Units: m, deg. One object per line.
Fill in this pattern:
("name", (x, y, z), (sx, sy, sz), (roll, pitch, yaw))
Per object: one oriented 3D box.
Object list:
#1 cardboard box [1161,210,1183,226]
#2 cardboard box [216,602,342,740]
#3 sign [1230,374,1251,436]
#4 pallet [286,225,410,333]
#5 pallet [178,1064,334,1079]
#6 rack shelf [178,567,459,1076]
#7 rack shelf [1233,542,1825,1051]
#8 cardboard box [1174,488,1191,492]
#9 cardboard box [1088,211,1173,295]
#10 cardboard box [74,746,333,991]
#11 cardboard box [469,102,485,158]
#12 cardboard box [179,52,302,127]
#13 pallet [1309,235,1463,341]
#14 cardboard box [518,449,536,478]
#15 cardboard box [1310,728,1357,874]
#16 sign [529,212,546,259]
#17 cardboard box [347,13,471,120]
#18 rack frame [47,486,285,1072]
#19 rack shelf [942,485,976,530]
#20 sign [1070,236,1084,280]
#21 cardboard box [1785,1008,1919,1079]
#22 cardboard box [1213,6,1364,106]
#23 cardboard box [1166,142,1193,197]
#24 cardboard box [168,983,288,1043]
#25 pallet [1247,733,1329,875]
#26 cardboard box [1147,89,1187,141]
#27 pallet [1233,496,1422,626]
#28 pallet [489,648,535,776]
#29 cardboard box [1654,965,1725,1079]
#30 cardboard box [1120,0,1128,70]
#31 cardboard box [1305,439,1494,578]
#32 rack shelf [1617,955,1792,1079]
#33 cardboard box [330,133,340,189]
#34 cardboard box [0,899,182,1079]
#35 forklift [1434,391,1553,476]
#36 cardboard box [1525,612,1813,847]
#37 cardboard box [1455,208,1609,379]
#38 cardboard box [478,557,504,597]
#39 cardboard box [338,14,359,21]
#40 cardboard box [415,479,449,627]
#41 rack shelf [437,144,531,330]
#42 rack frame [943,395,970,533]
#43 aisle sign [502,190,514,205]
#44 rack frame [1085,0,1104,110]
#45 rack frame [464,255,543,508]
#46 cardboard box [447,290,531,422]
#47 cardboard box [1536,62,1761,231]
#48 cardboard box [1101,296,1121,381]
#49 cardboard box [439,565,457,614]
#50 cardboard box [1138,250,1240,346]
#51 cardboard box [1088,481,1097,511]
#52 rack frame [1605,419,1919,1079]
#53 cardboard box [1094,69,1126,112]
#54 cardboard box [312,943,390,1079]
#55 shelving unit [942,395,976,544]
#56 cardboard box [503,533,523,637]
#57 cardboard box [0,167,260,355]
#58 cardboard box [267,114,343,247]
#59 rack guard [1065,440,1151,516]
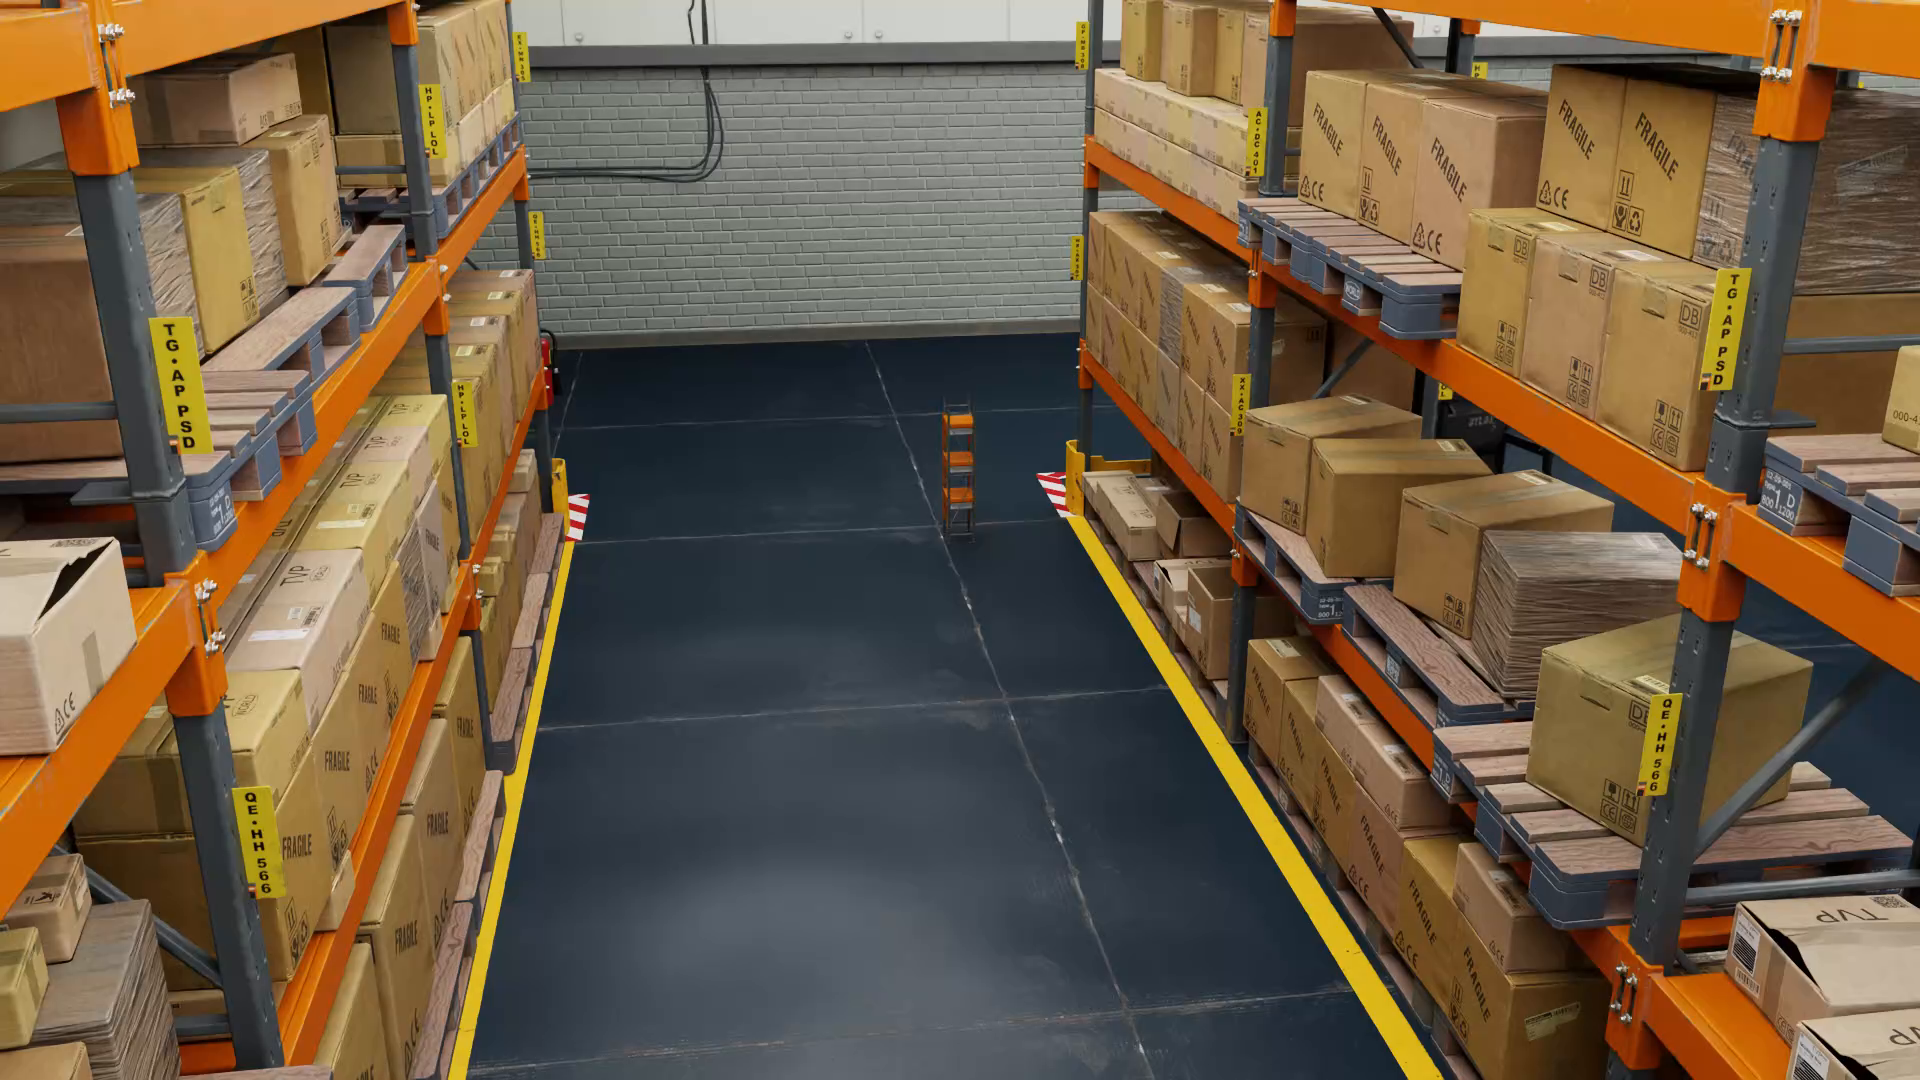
("cardboard box", (1.740, -2.077, 11.918), (0.500, 0.500, 0.500), (-3, 21, -8))
("cardboard box", (-2.233, 0.416, 5.147), (0.500, 0.250, 0.500), (-3, 21, -9))
("sign", (1.444, -0.693, 8.546), (0.100, 0.325, 0.005), (-3, 21, -8))
("pallet", (-2.740, -1.067, 6.771), (0.805, 0.209, 1.217), (-4, 21, -10))
("pallet", (-2.137, 1.650, 3.785), (1.213, 0.211, 1.003), (-3, 21, -8))
("rack shelf", (-2.633, 0.872, 6.343), (0.919, 0.124, 3.809), (-3, 21, -8))
("rack shelf", (2.268, 0.712, 7.050), (1.077, 0.370, 4.000), (-3, 21, -8))
("cardboard box", (1.695, -0.260, 12.047), (0.380, 0.166, 0.250), (-3, 21, -8))
("cardboard box", (1.206, -2.050, 11.847), (0.500, 0.500, 0.500), (-2, 21, -6))
("cardboard box", (-2.162, 0.942, 4.810), (0.500, 0.500, 0.500), (-2, 21, -6))
("cardboard box", (-2.901, -2.251, 9.141), (0.500, 0.250, 0.500), (-3, 21, -9))
("cardboard box", (-2.924, -1.764, 6.522), (0.500, 0.250, 0.500), (-1, 21, -4))
("pallet", (2.157, -1.046, 6.711), (1.213, 0.211, 1.003), (-3, 21, -8))
("cardboard box", (-3.099, -0.508, 11.334), (0.380, 0.149, 0.250), (-3, 21, -8))
("cardboard box", (1.961, 1.185, 7.700), (0.500, 0.500, 0.500), (-3, 21, -7))
("sign", (-2.959, -2.127, 11.630), (0.100, 0.325, 0.005), (-3, 21, -8))
("cardboard box", (-2.827, -2.434, 8.559), (0.500, 0.500, 0.500), (-3, 21, -9))
("rack frame", (-2.345, 1.319, 4.398), (1.000, 3.000, 0.127), (-3, 21, -8))
("rack shelf", (-0.008, -0.240, 12.183), (0.215, 0.259, 0.240), (-3, 21, -8))
("sign", (0.866, -2.080, 12.261), (0.100, 0.325, 0.005), (-3, 21, -8))
("cardboard box", (2.494, 1.429, 4.230), (0.500, 0.311, 0.500), (-3, 21, -8))
("cardboard box", (1.862, -2.757, 9.452), (0.700, 0.500, 0.500), (-3, 21, -8))
("cardboard box", (1.505, -2.153, 9.622), (0.500, 0.250, 0.500), (-3, 21, -8))
("cardboard box", (-2.163, 1.302, 4.775), (0.380, 0.149, 0.250), (-3, 21, -9))
("pallet", (2.135, 1.269, 8.517), (1.003, 0.211, 1.213), (-3, 21, -8))
("cardboard box", (1.431, -2.561, 9.998), (0.500, 0.250, 0.500), (-3, 21, -8))
("pallet", (1.987, 0.055, 8.056), (1.003, 0.211, 1.213), (-3, 21, -8))
("pallet", (-2.954, 0.973, 9.309), (1.003, 0.211, 1.213), (-3, 21, -8))
("cardboard box", (2.774, 1.861, 5.891), (0.500, 0.500, 0.500), (-2, 21, -5))
("cardboard box", (1.494, -3.445, 11.295), (0.700, 0.500, 0.500), (-3, 21, -8))
("cardboard box", (1.989, -0.151, 7.589), (0.700, 0.500, 0.500), (0, 20, 1))
("rack shelf", (2.845, 2.097, 3.342), (1.077, 0.370, 4.000), (-3, 21, -8))
("cardboard box", (-3.252, -1.870, 8.119), (0.500, 0.250, 0.500), (-3, 21, -7))
("cardboard box", (-2.267, 1.228, 3.869), (0.700, 0.500, 0.500), (-5, 21, -14))
("forklift", (3.584, -1.294, 11.490), (1.130, 2.935, 3.031), (-9, 22, -23))
("cardboard box", (2.354, 0.612, 5.548), (0.700, 0.500, 0.500), (-10, 23, -26))
("cardboard box", (2.312, -0.890, 5.882), (0.910, 0.500, 0.500), (-3, 21, -8))
("cardboard box", (-2.797, 0.213, 9.405), (0.380, 0.149, 0.250), (-2, 21, -6))
("cardboard box", (-3.328, -2.405, 8.480), (0.500, 0.500, 0.500), (-4, 21, -10))
("cardboard box", (-2.522, 0.062, 7.167), (0.500, 0.500, 0.500), (-3, 21, -7))
("rack shelf", (-3.210, -1.827, 9.561), (1.077, 0.370, 4.000), (-3, 21, -8))
("rack frame", (-0.025, -0.553, 12.195), (0.200, 1.050, 0.008), (-3, 21, -8))
("aisle sign", (-3.211, -2.709, 11.466), (0.394, 0.787, 0.004), (-3, 21, -8))
("rack frame", (1.403, -4.512, 11.436), (1.000, 3.000, 0.127), (-3, 21, -8))
("rack frame", (-3.495, -1.451, 11.814), (0.949, 2.616, 0.053), (-3, 21, -8))
("cardboard box", (-3.299, -1.164, 10.617), (0.980, 0.700, 0.700), (-3, 21, -8))
("cardboard box", (2.353, -1.357, 5.704), (0.500, 0.500, 0.500), (-3, 21, -8))
("cardboard box", (1.286, -1.404, 11.544), (0.500, 0.500, 0.500), (-3, 21, -8))
("cardboard box", (-2.533, 0.231, 7.640), (0.380, 0.149, 0.250), (-3, 21, -7))
("cardboard box", (1.431, -1.520, 10.428), (0.500, 0.500, 0.500), (-3, 21, -8))
("cardboard box", (1.160, -0.332, 12.239), (0.380, 0.166, 0.250), (-3, 21, -8))
("rack frame", (2.557, 1.068, 5.070), (1.000, 3.000, 0.127), (-3, 21, -8))
("cardboard box", (1.220, -3.080, 11.389), (0.500, 0.250, 0.500), (-3, 21, -8))
("cardboard box", (-2.321, 1.868, 5.400), (0.750, 0.750, 0.750), (-3, 21, -8))
("shelving unit", (-0.008, -0.510, 12.082), (0.215, 1.050, 0.252), (-3, 21, -8))
("cardboard box", (-3.069, 0.292, 10.119), (0.700, 0.500, 0.500), (-2, 21, -6))
("cardboard box", (-2.667, -0.877, 5.219), (0.700, 0.500, 0.500), (-2, 21, -5))
("cardboard box", (-2.903, -1.414, 6.656), (0.700, 0.500, 0.500), (-4, 21, -11))
("rack guard", (1.414, -0.505, 12.853), (1.175, 0.500, 0.348), (-3, 21, -8))
